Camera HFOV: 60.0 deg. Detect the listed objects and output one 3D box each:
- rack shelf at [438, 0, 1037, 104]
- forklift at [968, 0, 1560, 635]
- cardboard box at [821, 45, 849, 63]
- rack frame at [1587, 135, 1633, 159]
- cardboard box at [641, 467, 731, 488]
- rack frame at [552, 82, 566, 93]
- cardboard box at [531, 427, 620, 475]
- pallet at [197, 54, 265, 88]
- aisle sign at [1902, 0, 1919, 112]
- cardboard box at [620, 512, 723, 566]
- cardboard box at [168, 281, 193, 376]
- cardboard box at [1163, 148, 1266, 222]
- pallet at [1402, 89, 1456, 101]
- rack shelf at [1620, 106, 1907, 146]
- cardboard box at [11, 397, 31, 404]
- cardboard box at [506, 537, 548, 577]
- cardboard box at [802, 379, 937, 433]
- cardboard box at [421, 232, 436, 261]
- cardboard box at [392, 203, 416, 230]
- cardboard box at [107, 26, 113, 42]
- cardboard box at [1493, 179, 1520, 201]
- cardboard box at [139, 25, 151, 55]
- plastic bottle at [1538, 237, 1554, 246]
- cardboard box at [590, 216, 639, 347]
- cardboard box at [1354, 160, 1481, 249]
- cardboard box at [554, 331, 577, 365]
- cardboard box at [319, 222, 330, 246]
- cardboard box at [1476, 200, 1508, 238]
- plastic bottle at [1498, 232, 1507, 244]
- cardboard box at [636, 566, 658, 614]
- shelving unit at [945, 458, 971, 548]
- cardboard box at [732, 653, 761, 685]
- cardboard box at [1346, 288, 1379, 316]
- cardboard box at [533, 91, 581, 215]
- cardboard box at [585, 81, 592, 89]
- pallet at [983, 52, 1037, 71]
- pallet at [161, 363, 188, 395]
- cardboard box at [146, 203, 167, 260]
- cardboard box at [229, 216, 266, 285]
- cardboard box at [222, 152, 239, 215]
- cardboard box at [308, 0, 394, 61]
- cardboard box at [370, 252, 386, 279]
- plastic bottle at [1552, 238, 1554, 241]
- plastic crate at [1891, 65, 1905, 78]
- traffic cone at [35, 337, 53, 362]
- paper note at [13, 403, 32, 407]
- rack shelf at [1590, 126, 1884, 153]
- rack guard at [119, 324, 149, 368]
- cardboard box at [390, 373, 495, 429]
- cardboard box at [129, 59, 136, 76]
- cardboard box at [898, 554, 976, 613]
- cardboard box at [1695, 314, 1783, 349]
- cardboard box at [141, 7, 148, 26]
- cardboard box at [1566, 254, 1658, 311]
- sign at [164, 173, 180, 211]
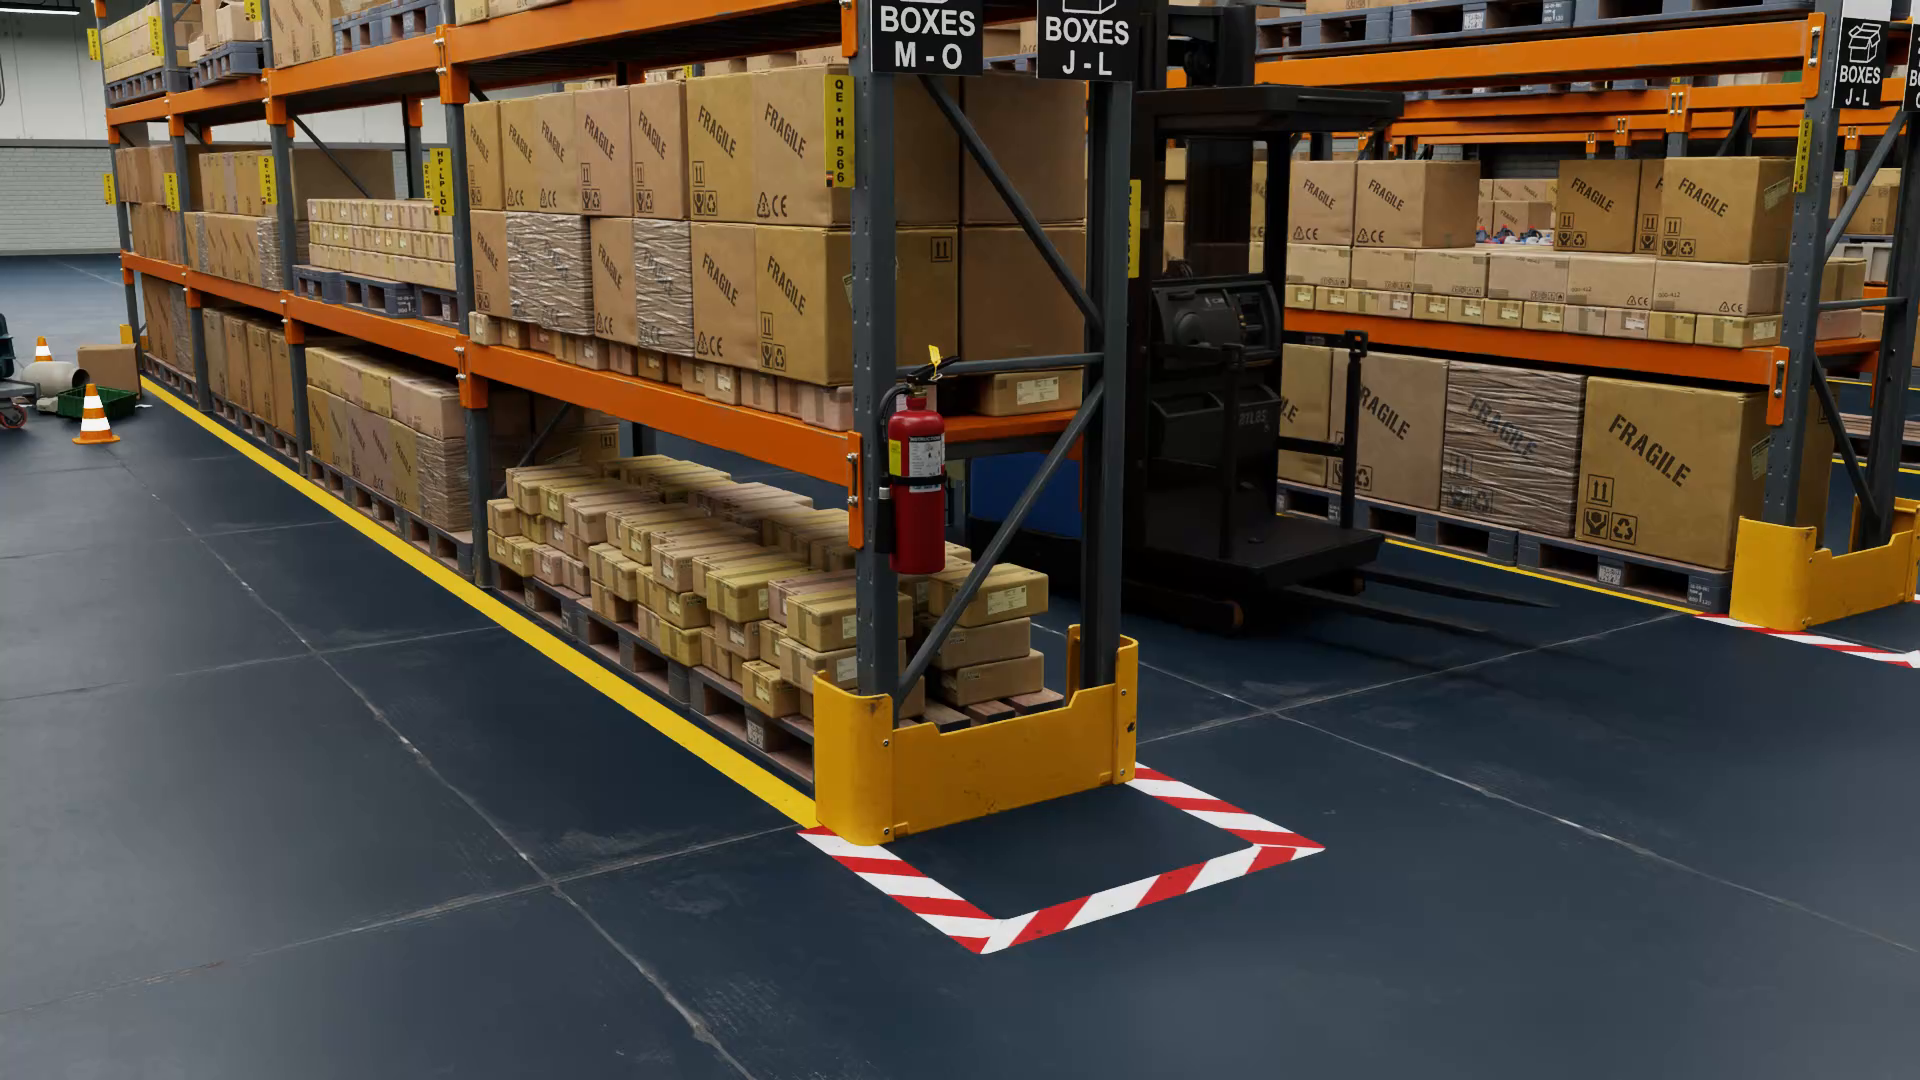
[{"bbox_3d":[-0.994,-2.030,6.784,1.077,0.370,4.000,-8,15,-33],"label":"rack shelf"},{"bbox_3d":[1.421,-1.108,8.067,1.130,2.935,3.031,-11,17,-42],"label":"forklift"},{"bbox_3d":[-0.899,-4.455,14.789,0.500,0.500,0.500,-8,15,-33],"label":"cardboard box"},{"bbox_3d":[10.022,-5.022,25.806,1.000,3.000,0.127,-8,15,-33],"label":"rack frame"},{"bbox_3d":[-1.370,-0.258,8.317,0.380,0.149,0.250,-8,15,-33],"label":"cardboard box"},{"bbox_3d":[-4.565,-6.905,20.375,1.000,3.000,0.127,-8,15,-33],"label":"rack frame"},{"bbox_3d":[-2.291,-0.418,9.621,0.500,0.500,0.500,-7,14,-31],"label":"cardboard box"},{"bbox_3d":[-5.341,-3.663,13.010,1.003,0.211,1.213,-7,14,-30],"label":"pallet"},{"bbox_3d":[4.589,-2.422,7.830,0.394,0.787,0.004,-8,15,-33],"label":"aisle sign"},{"bbox_3d":[-1.239,-0.008,7.173,0.380,0.149,0.250,-8,15,-32],"label":"cardboard box"},{"bbox_3d":[-7.327,-2.141,16.623,0.875,0.875,0.875,-8,15,-32],"label":"cardboard box"},{"bbox_3d":[1.722,-2.492,11.654,0.797,0.503,0.637,-9,15,-34],"label":"cardboard box"},{"bbox_3d":[4.333,-4.364,16.215,1.003,0.211,1.213,-8,15,-33],"label":"pallet"},{"bbox_3d":[9.224,-4.482,17.998,1.077,0.370,4.000,-8,15,-33],"label":"rack shelf"},{"bbox_3d":[-9.020,-1.446,15.853,0.396,0.266,0.258,-5,13,-23],"label":"cardboard box"},{"bbox_3d":[-2.020,0.066,8.227,0.380,0.149,0.250,-8,14,-31],"label":"cardboard box"},{"bbox_3d":[-0.302,-0.462,5.540,0.380,0.149,0.250,-8,15,-33],"label":"cardboard box"},{"bbox_3d":[-2.769,-1.638,9.238,0.380,0.149,0.250,-7,14,-30],"label":"cardboard box"},{"bbox_3d":[-3.057,-1.877,9.638,0.380,0.149,0.250,-9,15,-35],"label":"cardboard box"},{"bbox_3d":[-8.551,-5.205,17.123,0.380,0.149,0.250,-8,15,-34],"label":"cardboard box"},{"bbox_3d":[8.951,-5.551,26.775,0.500,0.500,0.500,-9,15,-34],"label":"cardboard box"},{"bbox_3d":[-7.301,-4.633,15.441,0.500,0.250,0.500,-8,15,-33],"label":"cardboard box"},{"bbox_3d":[5.237,-2.553,14.803,0.152,0.276,0.135,-8,15,-33],"label":"plastic bottle"},{"bbox_3d":[-1.187,-1.075,6.825,0.500,0.500,0.500,-7,14,-30],"label":"cardboard box"},{"bbox_3d":[2.694,-1.983,9.807,0.500,0.500,0.500,-9,15,-35],"label":"cardboard box"},{"bbox_3d":[-1.590,-0.880,7.450,0.380,0.149,0.250,-8,15,-32],"label":"cardboard box"},{"bbox_3d":[-4.065,-2.053,11.136,0.380,0.149,0.250,-7,14,-30],"label":"cardboard box"},{"bbox_3d":[6.881,-4.163,21.642,0.500,0.500,0.500,-8,15,-33],"label":"cardboard box"},{"bbox_3d":[5.185,-2.806,15.947,0.061,0.283,0.133,-8,15,-33],"label":"plastic bottle"},{"bbox_3d":[-1.129,0.192,6.958,0.380,0.149,0.250,-7,14,-30],"label":"cardboard box"},{"bbox_3d":[-0.004,-0.734,9.707,0.431,1.500,0.755,-8,15,-33],"label":"shelving unit"},{"bbox_3d":[-0.652,0.468,6.392,0.380,0.149,0.250,-8,15,-33],"label":"cardboard box"},{"bbox_3d":[2.551,-1.440,10.014,0.380,0.149,0.250,-8,15,-34],"label":"cardboard box"},{"bbox_3d":[-1.501,-1.661,7.166,0.500,0.500,0.500,-8,15,-32],"label":"cardboard box"},{"bbox_3d":[-4.208,-5.340,19.658,0.380,0.149,0.250,-7,14,-31],"label":"cardboard box"},{"bbox_3d":[0.890,-3.618,12.807,1.003,0.211,1.213,-7,14,-30],"label":"pallet"},{"bbox_3d":[-7.571,-1.694,17.112,1.003,0.211,1.213,-8,15,-33],"label":"pallet"},{"bbox_3d":[-7.650,-3.119,16.752,0.875,0.550,0.500,-8,15,-33],"label":"cardboard box"},{"bbox_3d":[-5.343,-2.258,12.930,0.500,0.500,0.500,-8,15,-34],"label":"cardboard box"},{"bbox_3d":[-5.688,-2.963,13.814,0.700,0.500,0.500,-8,15,-32],"label":"cardboard box"},{"bbox_3d":[-3.659,-3.188,10.161,0.500,0.500,0.500,-8,15,-33],"label":"cardboard box"},{"bbox_3d":[-3.359,-1.680,10.126,0.380,0.149,0.250,-9,15,-35],"label":"cardboard box"},{"bbox_3d":[5.584,-2.721,15.585,0.097,0.271,0.097,0,12,0],"label":"plastic bottle"},{"bbox_3d":[7.228,-3.582,12.817,0.293,0.136,0.466,-8,15,-33],"label":"plastic crate"},{"bbox_3d":[-9.638,-1.904,17.484,0.336,0.463,0.334,-8,15,-33],"label":"traffic cone"},{"bbox_3d":[-8.810,-1.265,15.592,0.172,0.023,0.155,-3,13,-13],"label":"paper note"},{"bbox_3d":[11.130,-5.780,23.936,1.077,0.370,4.000,-8,15,-33],"label":"rack shelf"},{"bbox_3d":[-8.764,-2.189,18.700,1.175,0.500,0.348,-8,15,-33],"label":"rack guard"},{"bbox_3d":[-2.999,-0.817,9.690,0.500,0.250,0.500,-7,14,-30],"label":"cardboard box"},{"bbox_3d":[-7.849,-4.589,16.175,0.380,0.149,0.250,-8,15,-33],"label":"cardboard box"},{"bbox_3d":[-0.146,0.169,6.366,0.380,0.149,0.250,-8,15,-32],"label":"cardboard box"},{"bbox_3d":[3.828,-1.031,8.142,0.380,0.149,0.250,-8,15,-32],"label":"cardboard box"},{"bbox_3d":[-7.281,-4.797,15.261,0.380,0.149,0.250,-8,15,-33],"label":"cardboard box"},{"bbox_3d":[3.529,-1.346,8.651,0.500,0.250,0.500,-8,15,-34],"label":"cardboard box"},{"bbox_3d":[-6.995,-3.090,14.758,0.100,0.325,0.005,-8,15,-33],"label":"sign"}]
